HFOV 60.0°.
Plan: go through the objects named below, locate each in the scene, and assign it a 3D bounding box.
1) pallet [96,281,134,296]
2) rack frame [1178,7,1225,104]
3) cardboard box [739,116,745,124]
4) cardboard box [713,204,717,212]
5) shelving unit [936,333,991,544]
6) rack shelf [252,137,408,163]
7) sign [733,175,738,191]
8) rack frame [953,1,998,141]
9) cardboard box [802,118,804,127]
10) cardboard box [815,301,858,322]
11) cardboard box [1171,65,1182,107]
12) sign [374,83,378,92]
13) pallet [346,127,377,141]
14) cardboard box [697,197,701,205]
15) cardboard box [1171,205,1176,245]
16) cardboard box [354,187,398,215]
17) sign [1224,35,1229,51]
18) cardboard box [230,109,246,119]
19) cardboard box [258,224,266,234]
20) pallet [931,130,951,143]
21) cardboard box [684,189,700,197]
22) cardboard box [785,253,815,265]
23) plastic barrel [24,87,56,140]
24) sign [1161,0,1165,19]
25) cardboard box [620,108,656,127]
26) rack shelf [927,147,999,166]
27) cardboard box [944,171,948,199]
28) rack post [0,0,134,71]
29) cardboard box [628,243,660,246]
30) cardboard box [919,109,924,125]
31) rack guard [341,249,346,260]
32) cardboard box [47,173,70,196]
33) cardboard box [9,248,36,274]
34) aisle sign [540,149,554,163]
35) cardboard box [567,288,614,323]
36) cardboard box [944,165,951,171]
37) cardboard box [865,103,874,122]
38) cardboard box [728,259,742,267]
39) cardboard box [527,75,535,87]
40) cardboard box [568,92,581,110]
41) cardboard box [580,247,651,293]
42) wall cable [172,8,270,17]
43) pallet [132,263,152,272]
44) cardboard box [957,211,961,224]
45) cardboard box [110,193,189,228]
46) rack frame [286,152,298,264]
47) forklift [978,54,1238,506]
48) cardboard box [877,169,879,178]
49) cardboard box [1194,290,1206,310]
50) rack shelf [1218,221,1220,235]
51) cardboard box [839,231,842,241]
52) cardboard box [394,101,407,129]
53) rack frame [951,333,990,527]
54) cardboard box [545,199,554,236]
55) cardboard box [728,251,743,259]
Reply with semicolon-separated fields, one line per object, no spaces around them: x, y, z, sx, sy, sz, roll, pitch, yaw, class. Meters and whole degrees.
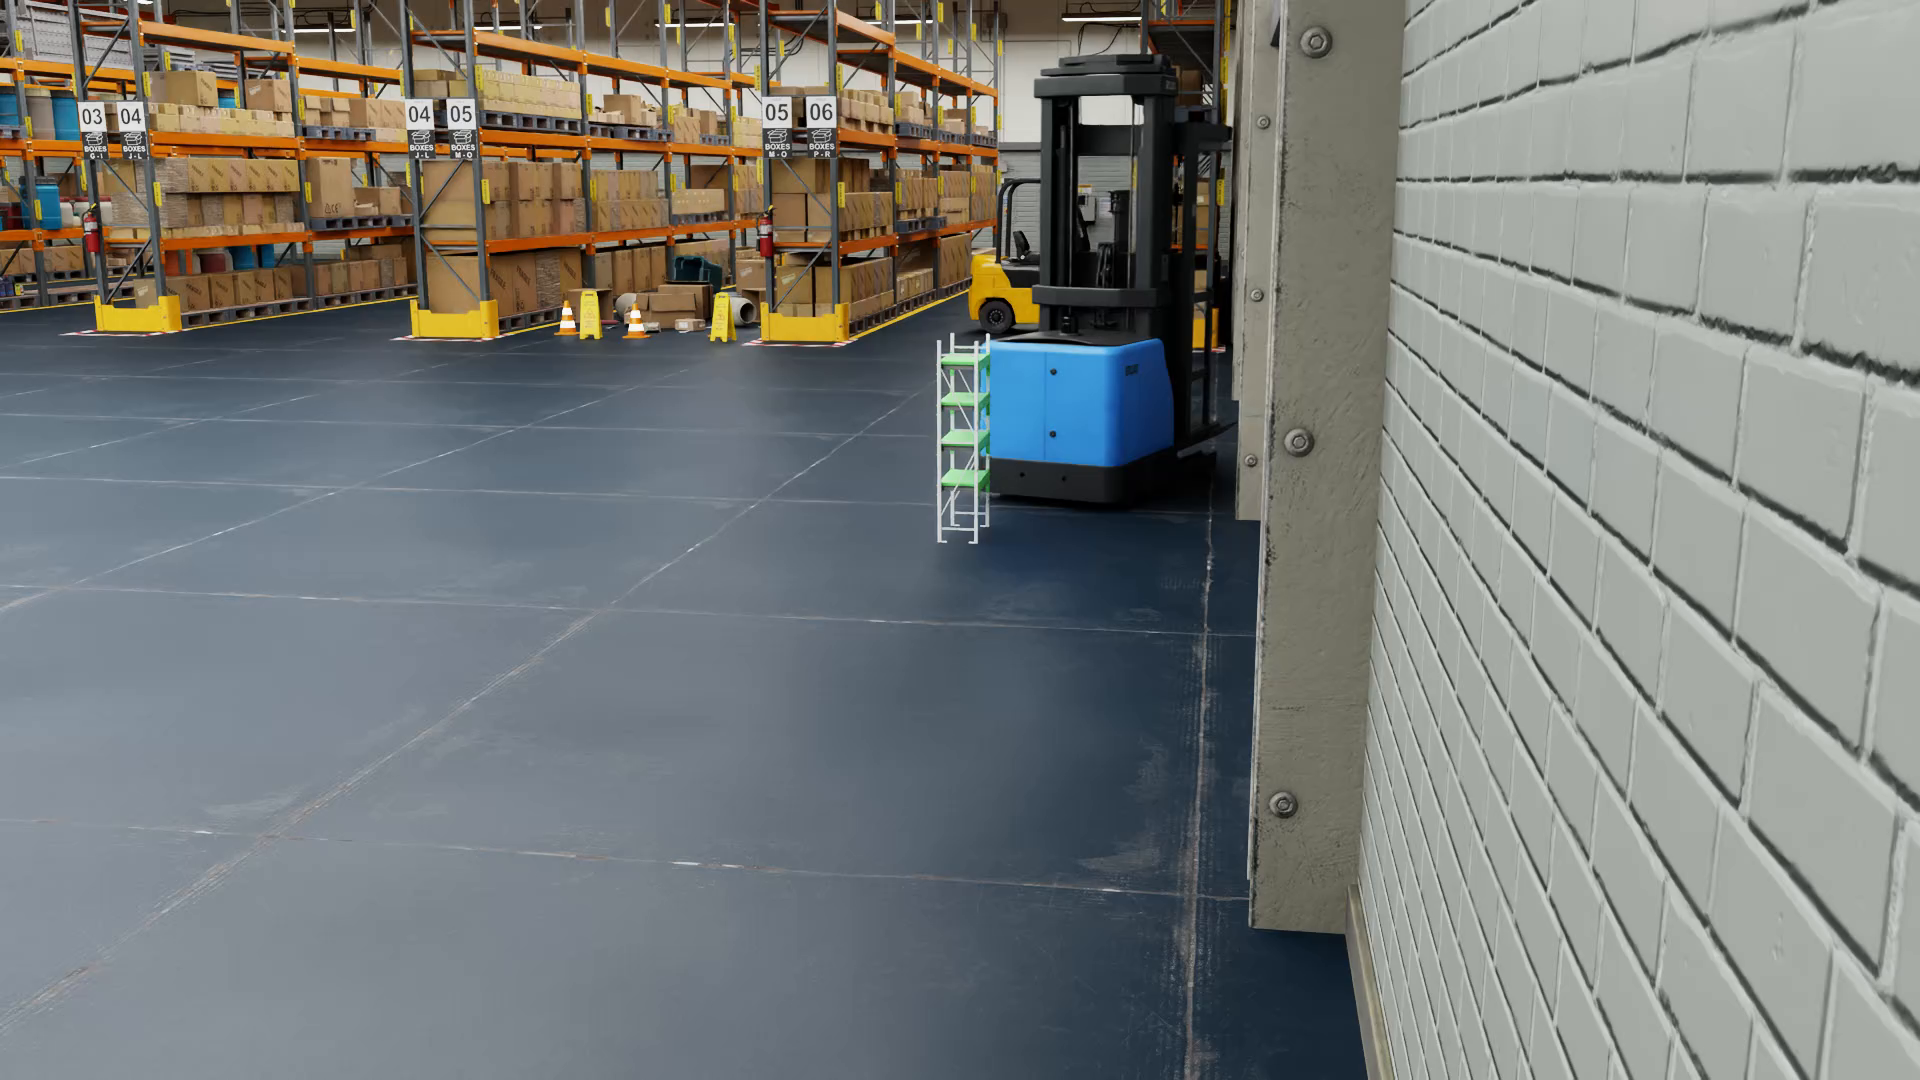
-15.730;-4.799;31.759;1.003;0.211;1.213;2;12;9;pallet
5.249;-10.278;36.325;1.000;3.000;0.127;2;12;9;rack frame
-4.751;-8.859;35.086;0.380;0.149;0.250;2;12;7;cardboard box
-5.123;-6.700;33.560;0.380;0.149;0.250;2;12;8;cardboard box
0.025;-0.621;10.027;0.258;1.200;0.503;2;12;9;shelving unit
-10.986;-6.860;29.291;1.077;0.370;4.000;2;12;9;rack shelf
-4.629;-7.361;34.281;0.100;0.325;0.005;2;12;9;sign
0.344;-10.438;37.068;1.000;3.000;0.127;2;12;9;rack frame
-2.332;-5.655;22.588;0.380;0.149;0.250;2;12;9;cardboard box
-1.719;-3.195;23.228;0.500;0.250;0.500;2;12;8;cardboard box
2.616;-5.884;21.586;0.500;0.500;0.500;2;12;11;cardboard box
-13.796;-10.748;39.270;0.100;0.325;0.005;2;12;9;sign
-10.937;-7.044;28.885;1.213;0.211;1.003;2;12;9;pallet
-5.286;-6.626;32.512;0.380;0.149;0.250;2;12;11;cardboard box
2.605;-4.175;22.007;0.500;0.500;0.500;2;12;7;cardboard box
-10.709;-6.182;30.326;0.700;0.500;0.500;4;13;17;cardboard box
5.794;-10.790;36.107;0.100;0.325;0.005;2;12;9;sign
-11.256;-6.565;25.625;0.380;0.149;0.250;2;12;11;cardboard box
-11.279;-4.946;26.421;0.380;0.149;0.250;2;12;9;cardboard box
-0.840;-7.350;30.306;1.213;0.211;1.003;2;12;11;pallet
-5.288;-6.768;32.466;0.380;0.149;0.250;2;12;8;cardboard box
-2.261;-3.973;23.521;0.380;0.149;0.250;2;12;10;cardboard box
-16.223;-7.450;29.130;0.600;0.901;0.600;0;12;0;plastic barrel
3.481;-9.124;28.563;0.100;0.325;0.005;2;12;9;sign
-5.657;-7.429;29.203;0.500;0.311;0.500;2;12;9;cardboard box
0.036;-8.204;35.528;1.077;0.370;4.000;2;12;9;rack shelf
-0.502;-6.576;30.777;0.500;0.500;0.500;2;12;9;cardboard box
-15.970;-8.932;29.606;1.013;1.000;3.121;2;12;9;rack post
-5.947;-5.480;31.459;0.500;0.250;0.500;2;12;7;cardboard box
-0.883;-6.926;27.248;0.500;0.250;0.500;2;12;8;cardboard box
-14.351;-6.771;40.223;1.175;0.500;0.348;2;12;9;rack guard
-20.029;-7.967;37.231;0.500;0.500;0.500;2;12;9;cardboard box
-19.882;-5.884;35.064;0.500;0.500;0.500;1;12;7;cardboard box
-9.733;-9.122;39.031;0.394;0.787;0.004;2;12;9;aisle sign
-5.633;-3.570;25.365;0.500;0.500;0.500;4;13;18;cardboard box
-0.390;-7.653;34.236;0.380;0.149;0.250;2;12;10;cardboard box
-1.536;-6.128;23.839;0.500;0.250;0.500;2;12;10;cardboard box
-4.806;-5.834;35.010;0.380;0.149;0.250;2;12;11;cardboard box
-6.422;-6.679;24.213;0.380;0.149;0.250;2;12;9;cardboard box
-6.230;-6.829;25.855;0.500;0.250;0.500;2;12;8;cardboard box
-6.107;-4.779;29.392;1.050;0.750;0.750;2;12;10;cardboard box
-20.235;-13.270;45.590;3.097;2.526;0.112;2;12;9;wall cable
-19.369;-6.603;40.133;1.003;0.211;1.213;2;12;9;pallet
-0.267;-6.288;32.405;0.500;0.250;0.500;2;12;7;cardboard box
-11.797;-4.804;24.220;0.875;0.500;0.500;2;12;9;cardboard box
-14.957;-7.154;36.071;1.000;3.000;0.127;2;12;9;rack frame
1.241;-1.923;11.958;1.130;2.935;3.031;6;14;27;forklift
-1.542;-6.029;27.370;0.380;0.149;0.250;1;12;6;cardboard box
3.066;-3.211;22.118;0.500;0.250;0.500;2;12;10;cardboard box
4.942;-6.577;35.101;1.077;0.370;4.000;2;12;9;rack shelf
-1.835;-4.169;22.815;0.380;0.149;0.250;2;12;9;cardboard box
-10.505;-7.813;30.585;0.500;0.500;0.500;2;12;10;cardboard box
0.063;-0.672;10.263;0.240;1.200;0.015;2;12;9;rack frame
-6.715;-4.919;25.343;0.875;0.550;0.550;2;12;9;cardboard box
-4.819;-6.035;35.235;0.380;0.149;0.250;3;12;11;cardboard box
